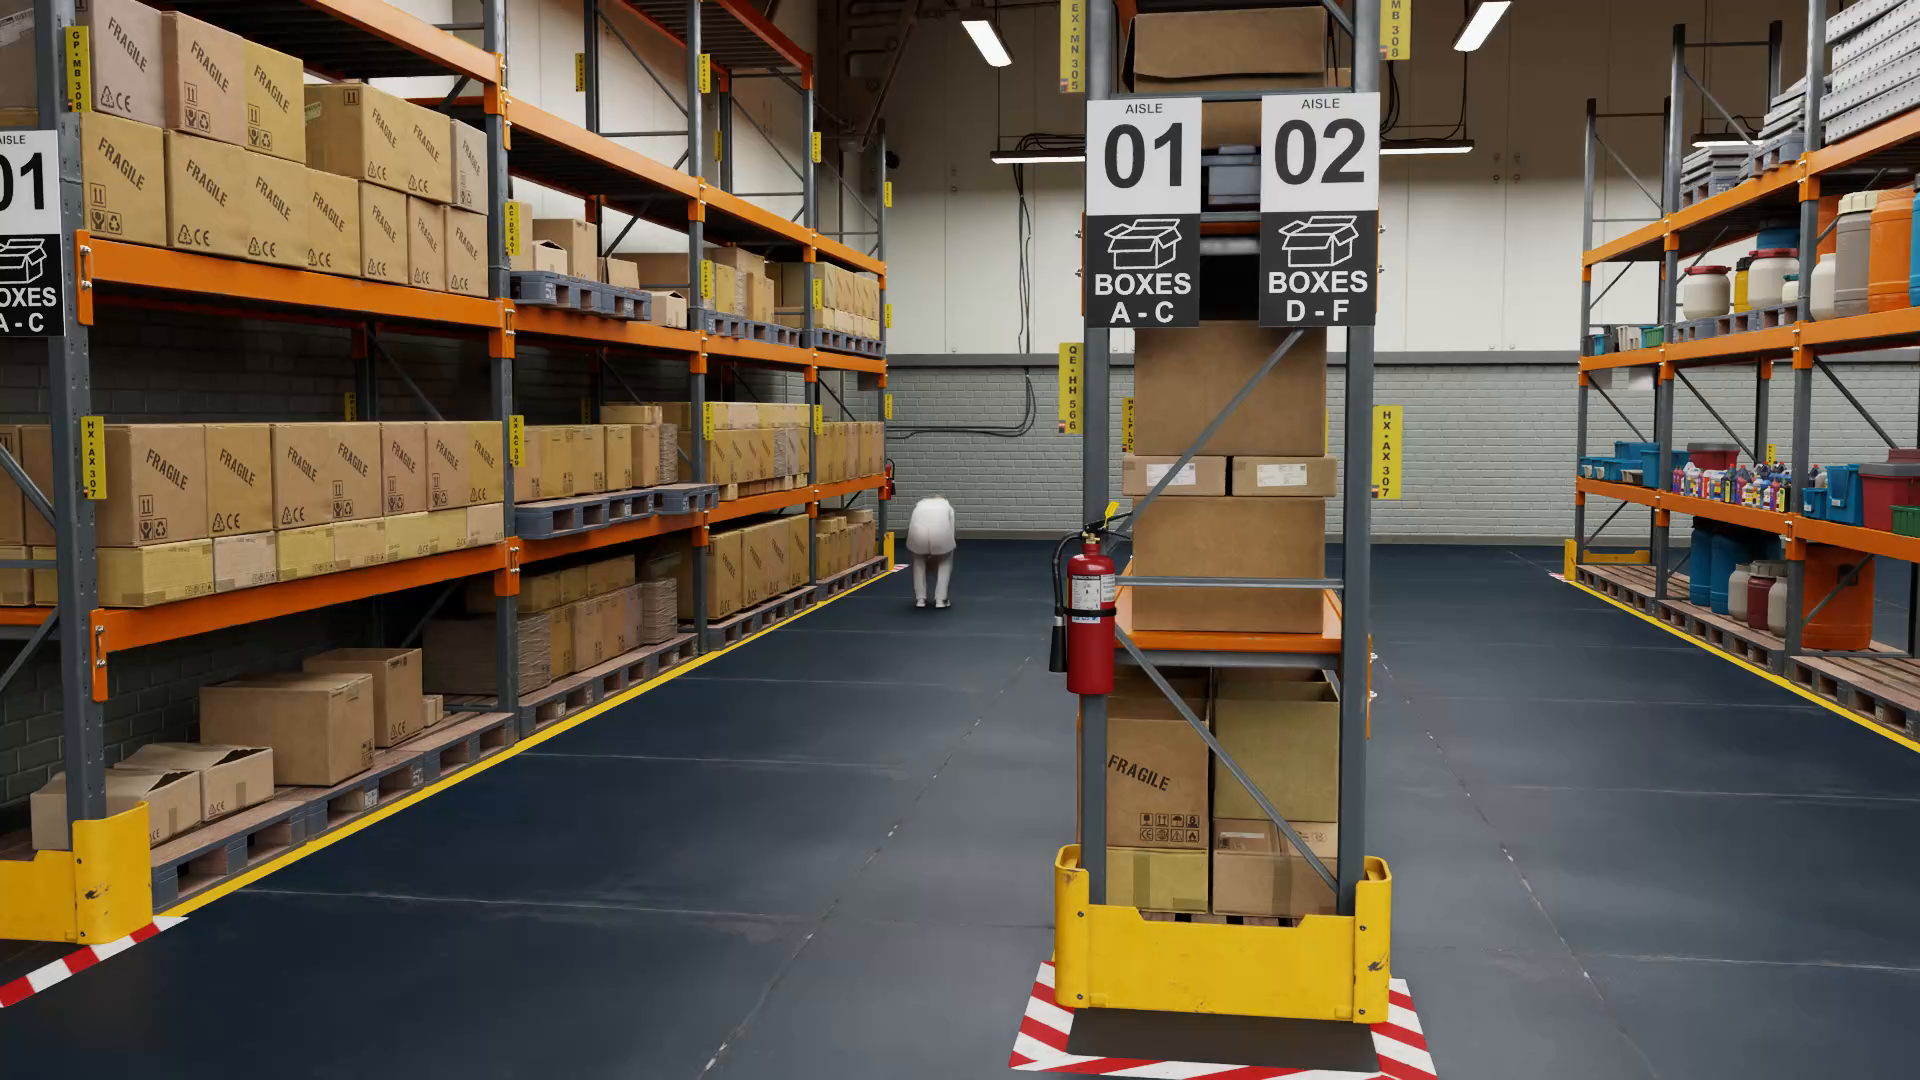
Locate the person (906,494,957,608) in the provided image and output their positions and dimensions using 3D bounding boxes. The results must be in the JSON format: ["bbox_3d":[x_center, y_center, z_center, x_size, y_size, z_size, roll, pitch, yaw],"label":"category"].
[{"bbox_3d":[-0.288,0.126,18.344,0.555,1.181,0.939,1,4,7],"label":"person"}]
